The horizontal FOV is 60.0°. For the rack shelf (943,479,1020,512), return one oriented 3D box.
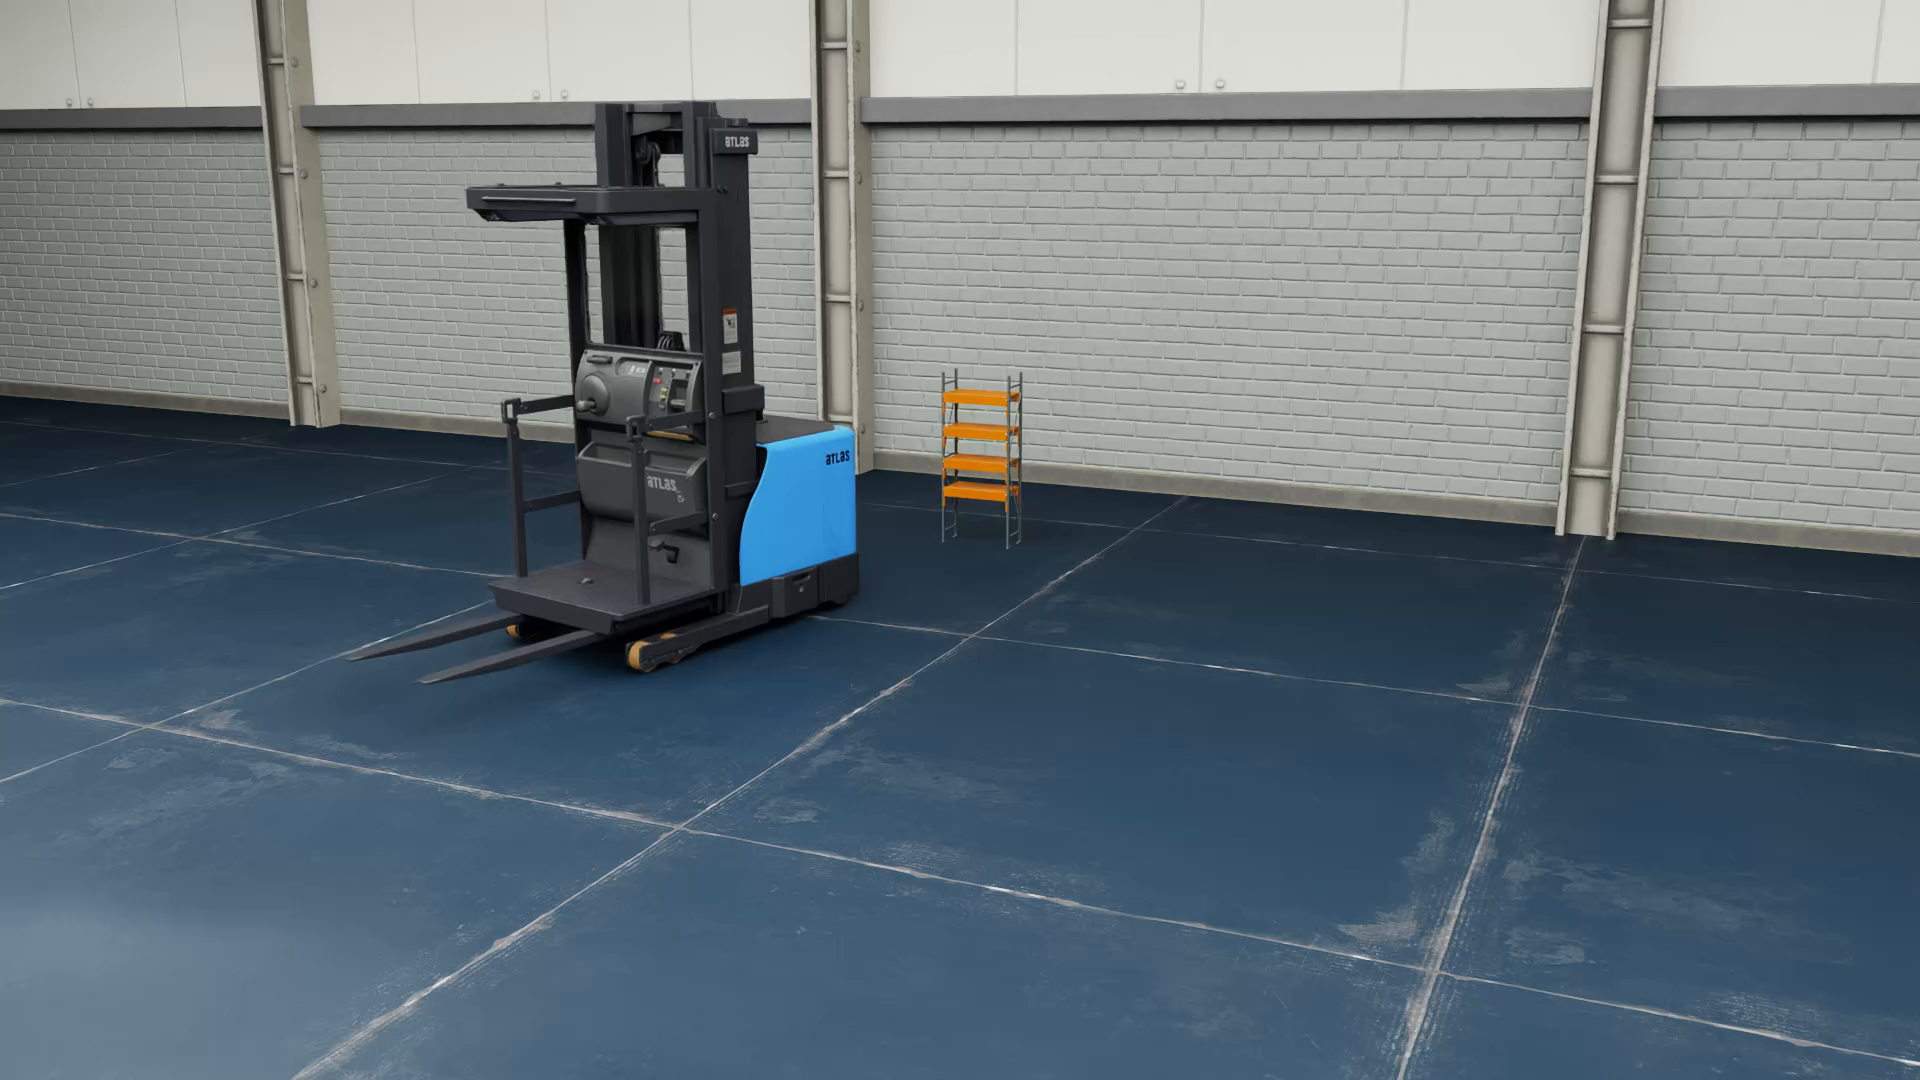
[{"bbox_3d":[0.151,-0.310,11.613,0.480,0.148,0.258,6,14,23],"label":"rack shelf"}]

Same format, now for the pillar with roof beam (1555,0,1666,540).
[{"bbox_3d":[2.765,-3.533,7.115,0.400,9.000,9.100,6,14,23],"label":"pillar with roof beam"}]

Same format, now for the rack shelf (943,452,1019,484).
[{"bbox_3d":[0.151,-0.503,11.568,0.480,0.148,0.258,6,14,23],"label":"rack shelf"}]

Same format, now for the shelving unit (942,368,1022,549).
[{"bbox_3d":[0.151,-0.569,11.552,0.503,1.200,0.258,6,14,23],"label":"shelving unit"}]

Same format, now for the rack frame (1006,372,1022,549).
[{"bbox_3d":[0.374,-0.546,11.456,0.015,1.200,0.240,6,14,23],"label":"rack frame"}]

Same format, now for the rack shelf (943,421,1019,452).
[{"bbox_3d":[0.151,-0.721,11.517,0.480,0.148,0.258,6,14,23],"label":"rack shelf"}]

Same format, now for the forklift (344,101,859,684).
[{"bbox_3d":[-1.898,-0.853,8.976,1.130,2.935,3.031,10,16,36],"label":"forklift"}]

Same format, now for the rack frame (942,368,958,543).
[{"bbox_3d":[-0.072,-0.591,11.649,0.015,1.200,0.240,6,14,23],"label":"rack frame"}]

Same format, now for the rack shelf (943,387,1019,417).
[{"bbox_3d":[0.151,-0.951,11.463,0.480,0.148,0.258,6,14,23],"label":"rack shelf"}]

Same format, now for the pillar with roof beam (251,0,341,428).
[{"bbox_3d":[-8.207,-4.644,11.847,0.400,9.000,9.100,6,14,23],"label":"pillar with roof beam"}]

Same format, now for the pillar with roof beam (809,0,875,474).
[{"bbox_3d":[-2.721,-4.089,9.481,0.400,9.000,9.100,6,14,23],"label":"pillar with roof beam"}]
